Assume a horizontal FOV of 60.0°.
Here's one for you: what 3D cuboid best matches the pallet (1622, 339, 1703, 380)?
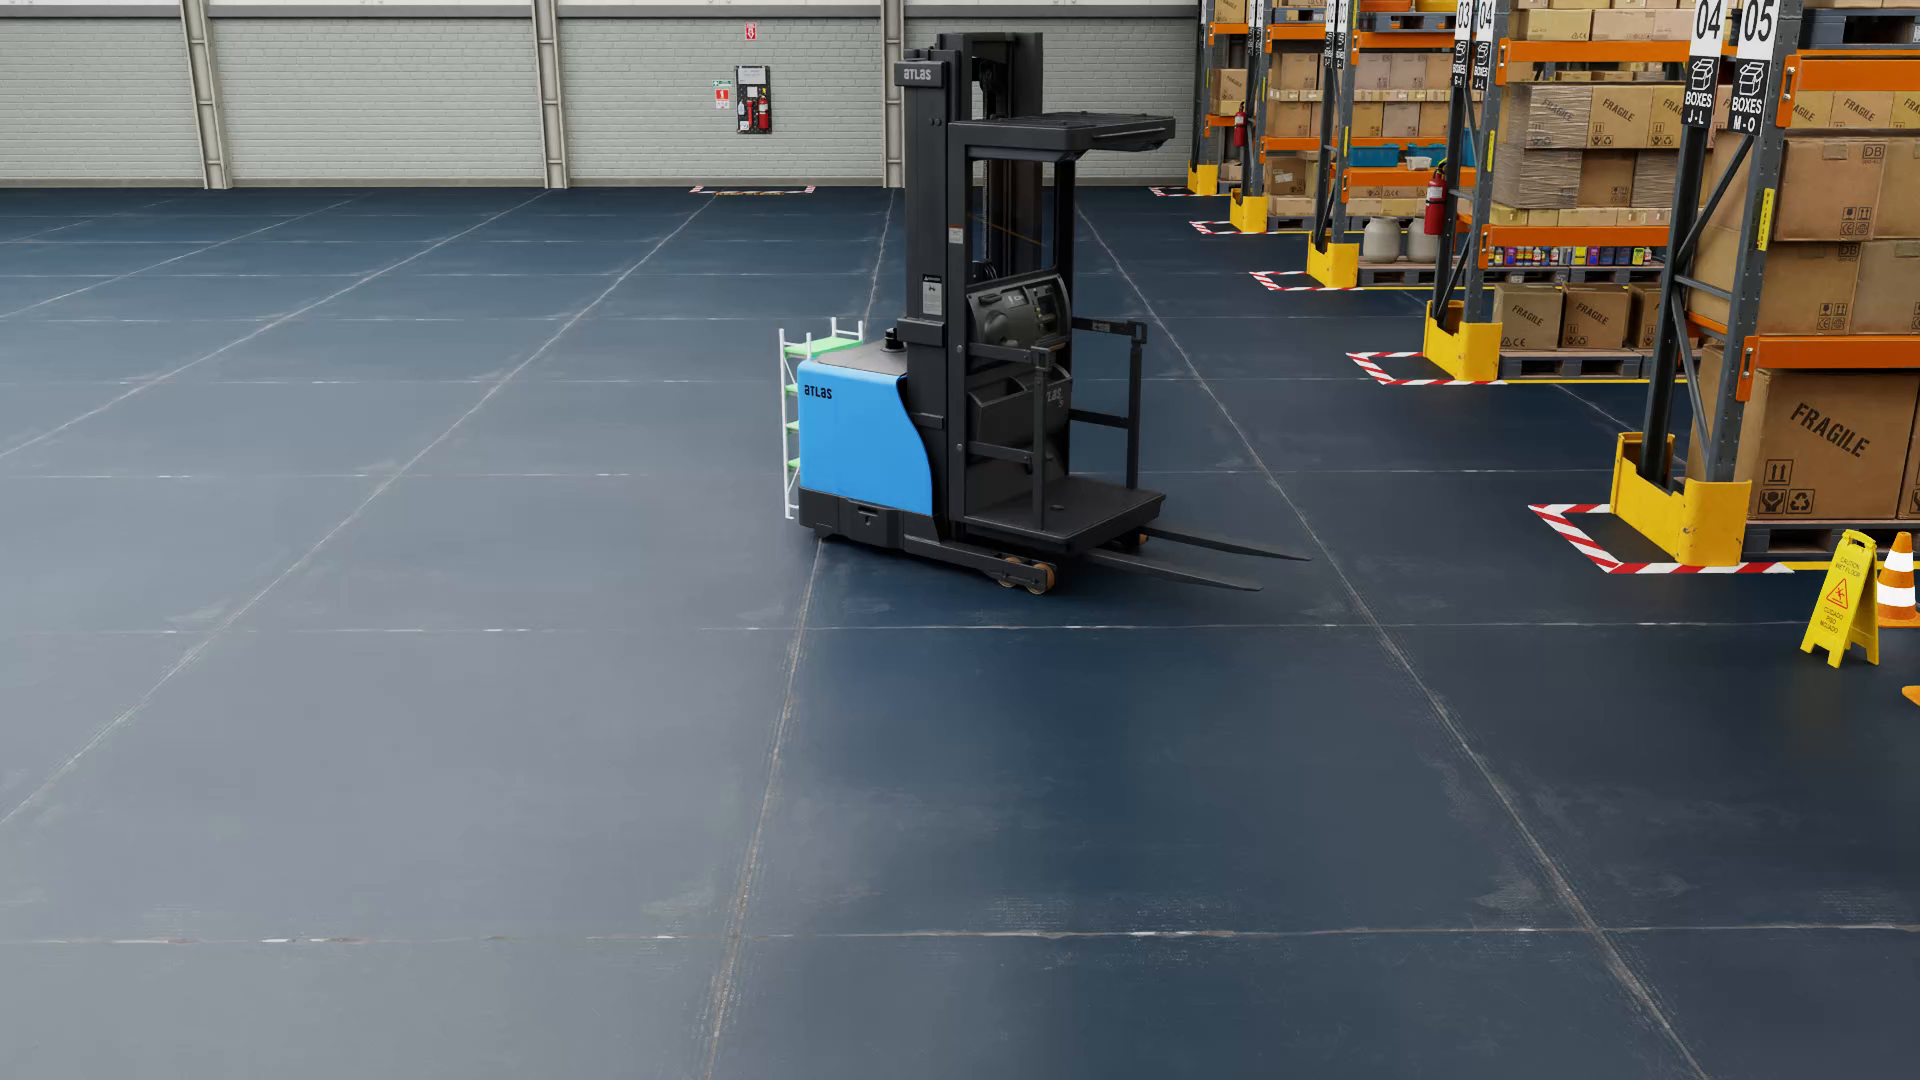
[{"bbox_3d":[6.483,-1.640,14.813,1.213,0.211,1.003,0,18,-1],"label":"pallet"}]

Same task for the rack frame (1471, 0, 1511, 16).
[{"bbox_3d":[4.377,-5.826,13.476,0.127,3.000,1.000,0,18,-1],"label":"rack frame"}]

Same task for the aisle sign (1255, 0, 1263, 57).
[{"bbox_3d":[4.164,-7.139,23.134,0.004,0.787,0.394,0,18,-1],"label":"aisle sign"}]

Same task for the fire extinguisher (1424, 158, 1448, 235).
[{"bbox_3d":[4.255,-3.072,14.841,0.183,0.674,0.296,0,18,-1],"label":"fire extinguisher"}]

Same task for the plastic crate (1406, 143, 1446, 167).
[{"bbox_3d":[5.444,-4.506,19.427,0.408,0.251,0.499,0,18,-1],"label":"plastic crate"}]

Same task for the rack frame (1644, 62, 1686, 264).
[{"bbox_3d":[8.298,-4.501,19.168,0.127,3.000,1.000,0,18,-1],"label":"rack frame"}]

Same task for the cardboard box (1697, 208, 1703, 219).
[{"bbox_3d":[6.167,-2.756,14.138,0.250,0.149,0.380,0,18,-1],"label":"cardboard box"}]

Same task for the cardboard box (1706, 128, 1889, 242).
[{"bbox_3d":[4.726,-2.029,9.449,0.550,0.550,0.875,0,18,-1],"label":"cardboard box"}]

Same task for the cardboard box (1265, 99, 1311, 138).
[{"bbox_3d":[4.691,-6.041,23.803,0.500,0.500,0.700,0,18,-1],"label":"cardboard box"}]

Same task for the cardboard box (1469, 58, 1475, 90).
[{"bbox_3d":[7.275,-6.672,23.649,0.500,0.500,0.700,0,18,-1],"label":"cardboard box"}]

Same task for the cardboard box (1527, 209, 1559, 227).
[{"bbox_3d":[4.916,-2.773,14.193,0.250,0.149,0.380,0,18,-1],"label":"cardboard box"}]

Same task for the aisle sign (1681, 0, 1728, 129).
[{"bbox_3d":[4.279,-2.783,9.556,0.004,0.787,0.394,0,18,-1],"label":"aisle sign"}]

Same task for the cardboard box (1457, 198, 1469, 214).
[{"bbox_3d":[7.264,-4.836,24.027,0.500,0.250,0.500,0,18,-1],"label":"cardboard box"}]

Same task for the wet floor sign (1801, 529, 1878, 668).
[{"bbox_3d":[4.357,0.272,8.142,0.232,0.644,0.267,-3,18,-10],"label":"wet floor sign"}]

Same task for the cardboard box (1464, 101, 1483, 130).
[{"bbox_3d":[7.253,-6.053,23.842,0.500,0.500,0.700,0,18,-1],"label":"cardboard box"}]

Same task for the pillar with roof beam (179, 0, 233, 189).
[{"bbox_3d":[-13.101,-9.230,24.089,0.400,9.000,9.100,0,18,-1],"label":"pillar with roof beam"}]

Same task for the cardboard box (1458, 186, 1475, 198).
[{"bbox_3d":[7.264,-5.194,23.914,0.500,0.500,0.500,0,18,-1],"label":"cardboard box"}]

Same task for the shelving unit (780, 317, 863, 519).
[{"bbox_3d":[-0.852,-0.751,10.424,0.258,1.200,0.503,13,22,34],"label":"shelving unit"}]

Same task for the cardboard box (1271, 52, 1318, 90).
[{"bbox_3d":[4.744,-6.659,23.606,0.500,0.500,0.700,0,18,-1],"label":"cardboard box"}]

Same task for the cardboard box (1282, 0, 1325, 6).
[{"bbox_3d":[4.799,-7.740,23.269,0.637,0.503,0.797,1,18,3],"label":"cardboard box"}]

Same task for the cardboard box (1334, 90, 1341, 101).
[{"bbox_3d":[5.386,-6.291,23.521,0.250,0.149,0.380,-1,18,-2],"label":"cardboard box"}]

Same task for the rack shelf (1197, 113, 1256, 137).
[{"bbox_3d":[6.142,-7.175,28.680,4.000,0.370,1.077,0,18,-1],"label":"rack shelf"}]

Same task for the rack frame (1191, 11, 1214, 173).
[{"bbox_3d":[4.143,-7.508,28.540,0.127,3.000,1.000,0,18,-1],"label":"rack frame"}]

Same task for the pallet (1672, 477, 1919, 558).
[{"bbox_3d":[5.153,-0.154,10.181,1.213,0.211,1.003,0,18,-1],"label":"pallet"}]

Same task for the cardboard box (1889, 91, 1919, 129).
[{"bbox_3d":[7.931,-3.567,13.970,0.500,0.500,0.500,0,18,-1],"label":"cardboard box"}]

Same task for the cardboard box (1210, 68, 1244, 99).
[{"bbox_3d":[4.610,-7.870,28.655,0.500,0.500,0.500,0,18,-1],"label":"cardboard box"}]

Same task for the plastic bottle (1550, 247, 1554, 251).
[{"bbox_3d":[7.130,-3.551,19.933,0.133,0.283,0.061,1,18,2],"label":"plastic bottle"}]

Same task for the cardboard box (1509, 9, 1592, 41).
[{"bbox_3d":[4.863,-4.249,13.718,0.500,0.250,0.500,0,18,1],"label":"cardboard box"}]

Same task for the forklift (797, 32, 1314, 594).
[{"bbox_3d":[0.506,-1.282,9.245,3.031,2.935,1.130,13,22,34],"label":"forklift"}]

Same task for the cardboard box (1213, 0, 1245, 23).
[{"bbox_3d":[4.481,-8.918,27.831,0.500,0.500,0.500,0,18,1],"label":"cardboard box"}]

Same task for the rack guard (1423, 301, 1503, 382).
[{"bbox_3d":[4.453,-1.779,14.775,0.348,0.500,1.175,0,18,-1],"label":"rack guard"}]

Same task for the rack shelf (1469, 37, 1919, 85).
[{"bbox_3d":[6.377,-4.064,14.074,4.000,0.370,1.077,0,18,-1],"label":"rack shelf"}]

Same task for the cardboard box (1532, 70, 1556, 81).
[{"bbox_3d":[9.868,-7.789,28.534,0.500,0.500,0.700,2,18,7],"label":"cardboard box"}]

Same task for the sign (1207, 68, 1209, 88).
[{"bbox_3d":[4.151,-7.754,27.891,0.005,0.325,0.100,0,18,-1],"label":"sign"}]

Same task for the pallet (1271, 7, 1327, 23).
[{"bbox_3d":[4.932,-7.376,23.365,1.213,0.211,1.003,0,18,-1],"label":"pallet"}]

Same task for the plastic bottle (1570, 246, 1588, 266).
[{"bbox_3d":[7.144,-3.356,19.214,0.185,0.351,0.144,0,18,-1],"label":"plastic bottle"}]

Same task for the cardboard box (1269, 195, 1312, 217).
[{"bbox_3d":[4.764,-4.820,23.976,0.500,0.250,0.500,0,18,-1],"label":"cardboard box"}]

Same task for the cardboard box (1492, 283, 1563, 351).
[{"bbox_3d":[5.002,-1.977,14.703,0.500,0.500,0.500,3,18,9],"label":"cardboard box"}]

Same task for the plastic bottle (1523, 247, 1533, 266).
[{"bbox_3d":[6.559,-3.308,19.195,0.097,0.271,0.097,0,18,0],"label":"plastic bottle"}]

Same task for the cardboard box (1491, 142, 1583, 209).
[{"bbox_3d":[4.927,-3.153,14.314,0.500,0.500,0.875,0,18,-1],"label":"cardboard box"}]

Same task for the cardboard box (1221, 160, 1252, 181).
[{"bbox_3d":[4.836,-6.413,28.808,0.500,0.311,0.500,-2,18,-7],"label":"cardboard box"}]

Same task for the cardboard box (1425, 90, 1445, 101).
[{"bbox_3d":[6.686,-6.298,23.544,0.250,0.149,0.380,0,18,1],"label":"cardboard box"}]

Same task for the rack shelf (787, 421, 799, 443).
[{"bbox_3d":[-0.852,-0.690,10.443,0.258,0.148,0.480,13,22,34],"label":"rack shelf"}]

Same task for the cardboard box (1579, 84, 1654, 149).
[{"bbox_3d":[5.431,-3.554,13.928,0.500,0.500,0.500,0,18,-1],"label":"cardboard box"}]

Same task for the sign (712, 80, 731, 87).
[{"bbox_3d":[-4.192,-8.041,29.278,0.331,0.109,0.001,0,18,-1],"label":"sign"}]

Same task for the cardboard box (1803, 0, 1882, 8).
[{"bbox_3d":[4.702,-2.914,8.869,0.250,0.149,0.380,0,18,0],"label":"cardboard box"}]

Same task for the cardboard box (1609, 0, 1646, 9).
[{"bbox_3d":[5.441,-4.437,13.649,0.250,0.149,0.380,0,18,1],"label":"cardboard box"}]

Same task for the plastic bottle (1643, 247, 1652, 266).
[{"bbox_3d":[7.941,-3.281,19.226,0.097,0.201,0.097,0,18,0],"label":"plastic bottle"}]
